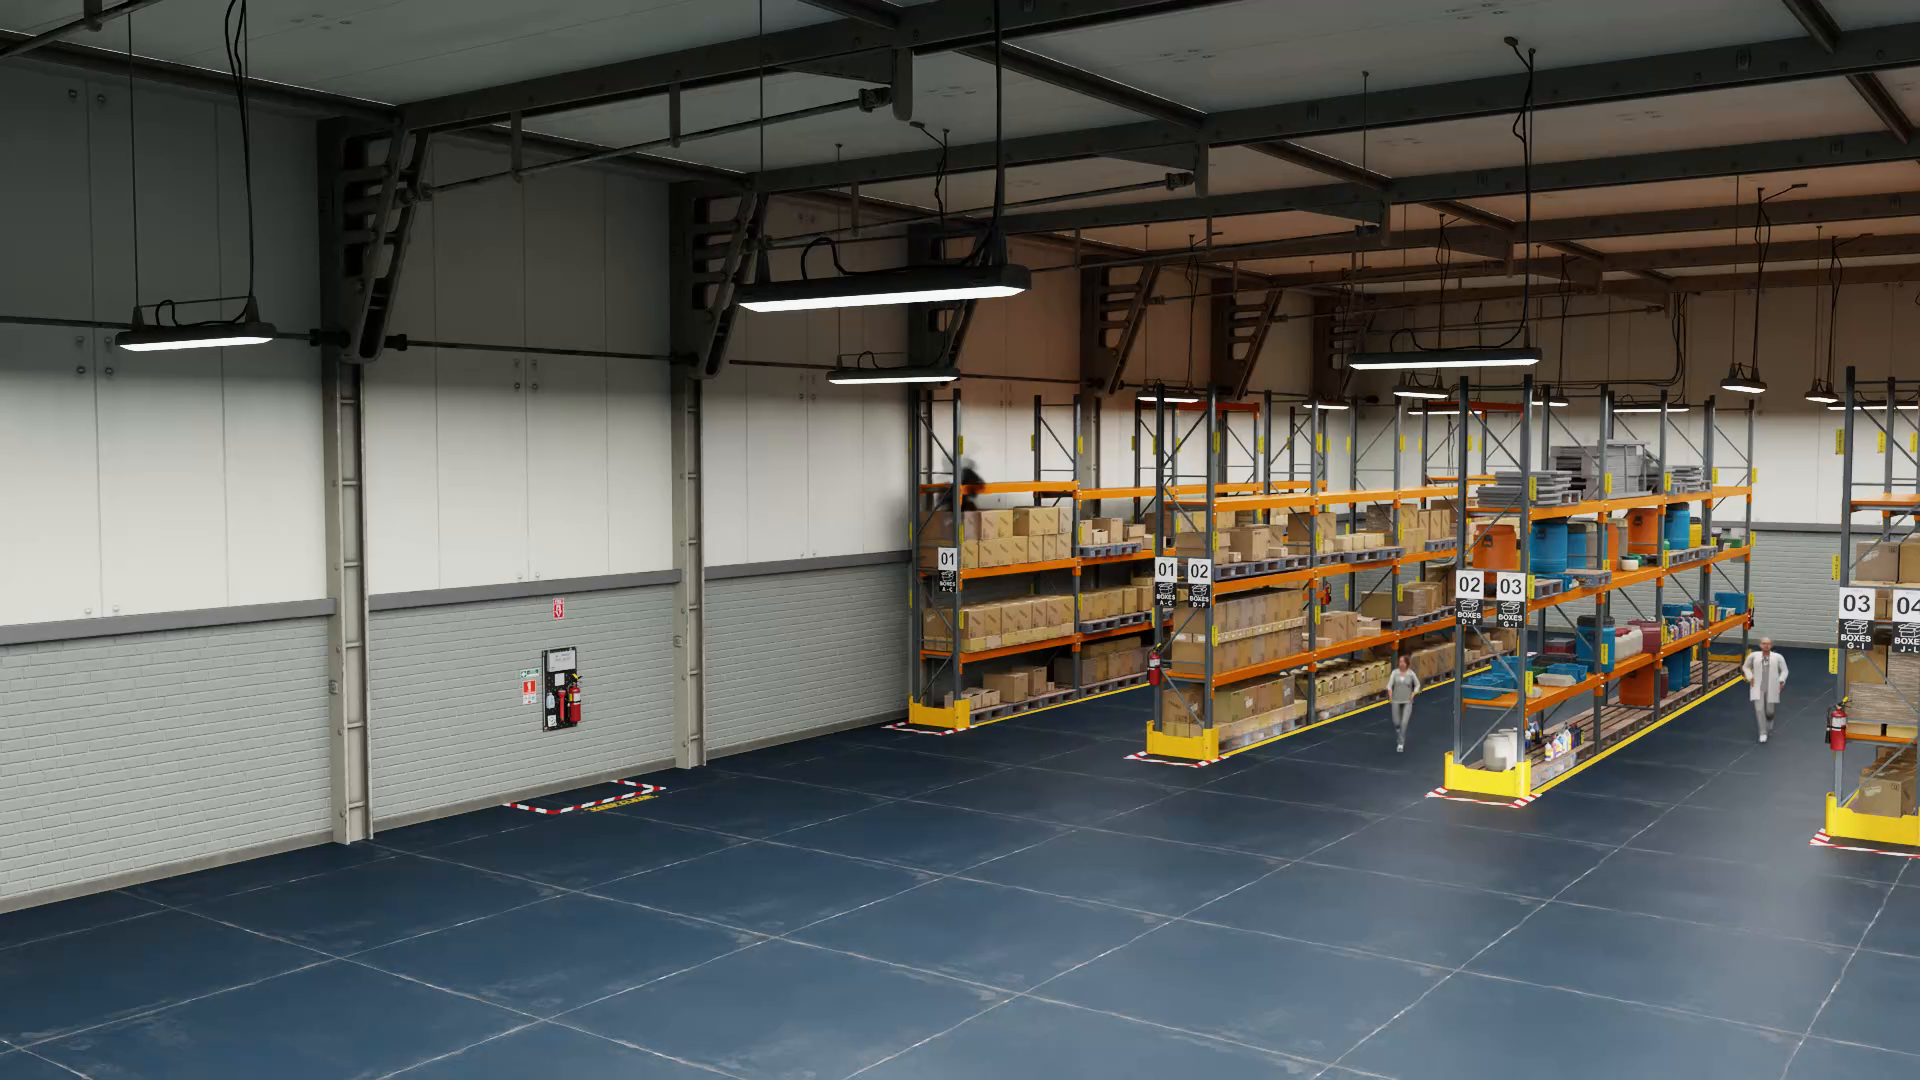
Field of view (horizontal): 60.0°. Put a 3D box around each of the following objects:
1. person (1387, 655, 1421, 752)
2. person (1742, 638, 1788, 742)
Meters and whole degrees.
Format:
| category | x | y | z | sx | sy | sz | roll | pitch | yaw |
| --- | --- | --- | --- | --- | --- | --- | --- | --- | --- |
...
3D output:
| category | x | y | z | sx | sy | sz | roll | pitch | yaw |
| --- | --- | --- | --- | --- | --- | --- | --- | --- | --- |
| person | 7.277 | 2.672 | 27.304 | 0.536 | 1.565 | 0.651 | 1 | 3 | 20 |
| person | 13.701 | 2.530 | 28.320 | 0.712 | 1.746 | 0.737 | 2 | 4 | 27 |
